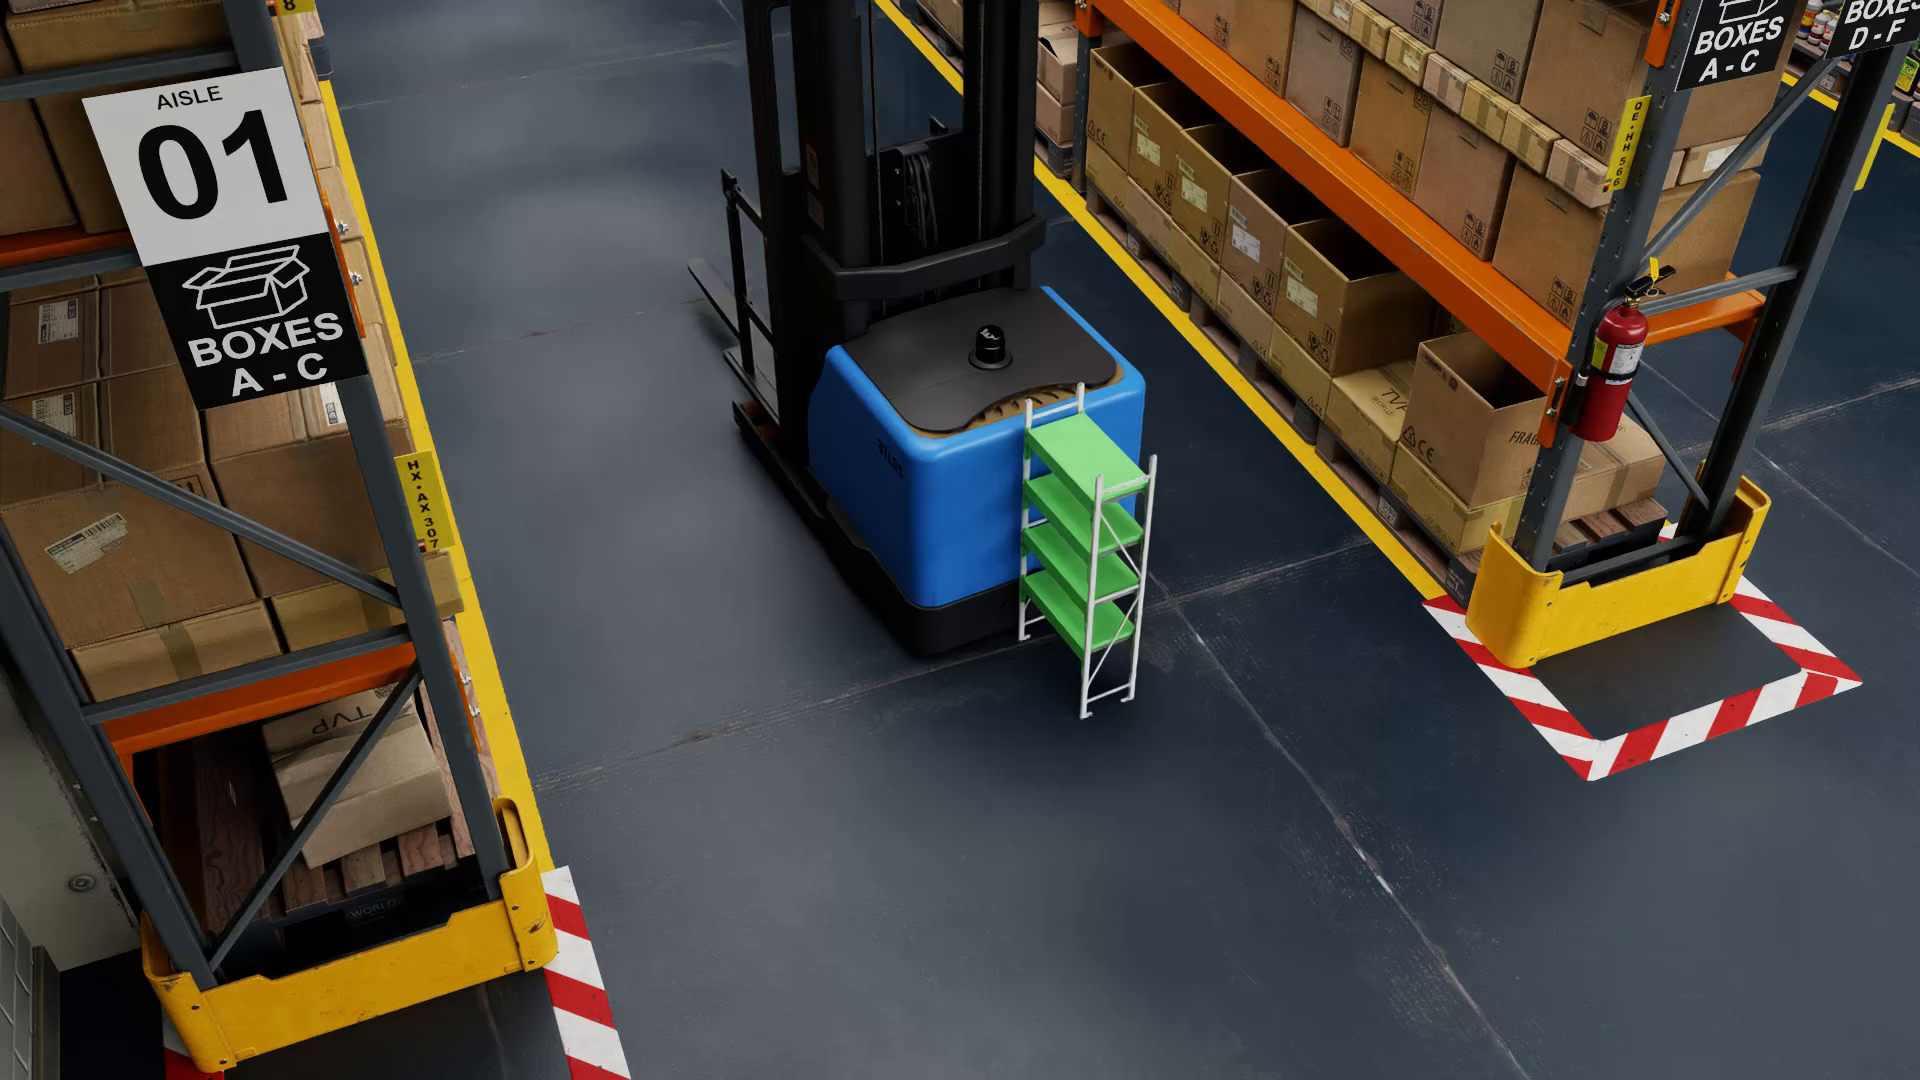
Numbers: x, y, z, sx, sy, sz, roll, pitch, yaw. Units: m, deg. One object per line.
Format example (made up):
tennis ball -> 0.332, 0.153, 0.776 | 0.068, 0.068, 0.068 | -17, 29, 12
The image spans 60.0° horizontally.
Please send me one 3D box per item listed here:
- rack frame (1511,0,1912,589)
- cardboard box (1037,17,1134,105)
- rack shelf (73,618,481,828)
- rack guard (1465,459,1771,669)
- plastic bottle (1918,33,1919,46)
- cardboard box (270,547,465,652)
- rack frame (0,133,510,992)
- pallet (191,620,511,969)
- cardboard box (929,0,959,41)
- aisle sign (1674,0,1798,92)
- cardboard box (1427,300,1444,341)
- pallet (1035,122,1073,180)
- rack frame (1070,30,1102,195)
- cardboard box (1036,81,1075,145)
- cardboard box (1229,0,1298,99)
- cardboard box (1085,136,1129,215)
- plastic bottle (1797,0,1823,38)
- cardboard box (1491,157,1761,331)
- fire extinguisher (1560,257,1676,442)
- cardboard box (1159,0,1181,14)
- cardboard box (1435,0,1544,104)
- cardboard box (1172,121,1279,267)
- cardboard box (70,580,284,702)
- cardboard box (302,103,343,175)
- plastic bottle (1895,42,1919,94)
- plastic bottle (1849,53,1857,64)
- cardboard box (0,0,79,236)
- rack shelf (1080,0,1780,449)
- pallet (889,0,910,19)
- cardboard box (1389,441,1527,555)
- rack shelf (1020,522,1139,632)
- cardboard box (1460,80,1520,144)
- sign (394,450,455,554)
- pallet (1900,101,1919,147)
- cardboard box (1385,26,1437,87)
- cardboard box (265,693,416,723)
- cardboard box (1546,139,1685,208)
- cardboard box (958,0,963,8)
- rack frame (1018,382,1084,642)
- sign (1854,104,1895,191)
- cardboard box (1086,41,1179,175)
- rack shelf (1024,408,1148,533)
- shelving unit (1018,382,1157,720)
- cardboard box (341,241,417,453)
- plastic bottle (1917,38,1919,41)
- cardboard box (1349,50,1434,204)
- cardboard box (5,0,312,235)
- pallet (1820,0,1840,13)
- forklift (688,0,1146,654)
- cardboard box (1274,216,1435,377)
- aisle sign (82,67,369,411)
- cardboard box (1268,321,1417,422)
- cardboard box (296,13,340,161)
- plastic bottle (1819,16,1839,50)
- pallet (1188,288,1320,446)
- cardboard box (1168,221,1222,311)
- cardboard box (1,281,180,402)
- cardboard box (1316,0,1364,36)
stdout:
rack frame -> 2.657, -0.873, 5.964 | 1.000, 3.000, 0.127 | -15, 43, -17
cardboard box -> 0.707, -2.784, 9.543 | 0.500, 0.311, 0.500 | -15, 43, -17
rack shelf -> -2.684, -0.567, 6.160 | 1.077, 0.370, 4.000 | -15, 43, -17
rack guard -> 2.666, 0.090, 6.762 | 1.175, 0.500, 0.348 | -15, 43, -17
plastic bottle -> 6.084, -3.326, 10.511 | 0.144, 0.351, 0.185 | -15, 43, -17
cardboard box -> -1.812, 0.042, 5.001 | 0.500, 0.250, 0.500 | -16, 43, -18
rack frame -> -1.918, 0.366, 4.524 | 1.000, 3.000, 0.127 | -15, 43, -17
pallet -> -2.226, 0.879, 6.066 | 1.003, 0.211, 1.213 | -15, 43, -17
cardboard box -> 0.118, -3.496, 10.802 | 0.500, 0.250, 0.500 | -14, 43, -16
aisle sign -> 2.411, -1.745, 4.985 | 0.394, 0.787, 0.004 | -15, 43, -17
cardboard box -> 2.261, -1.251, 7.616 | 0.500, 0.500, 0.500 | -15, 43, -17
pallet -> 0.808, -2.659, 10.180 | 1.003, 0.211, 1.213 | -15, 43, -17
rack frame -> 1.126, -3.282, 8.766 | 1.000, 3.000, 0.127 | -15, 43, -17
cardboard box -> 0.700, -2.576, 9.732 | 0.500, 0.250, 0.500 | -16, 43, -17
cardboard box -> 1.698, -2.435, 7.704 | 0.700, 0.500, 0.500 | -14, 43, -16
cardboard box -> 1.024, -2.044, 9.113 | 0.500, 0.250, 0.500 | -15, 43, -17
plastic bottle -> 5.421, -3.347, 10.596 | 0.097, 0.271, 0.097 | 0, 41, 0
cardboard box -> 2.490, -1.195, 6.262 | 0.700, 0.500, 0.500 | -15, 43, -17
fire extinguisher -> 2.273, -0.656, 5.772 | 0.296, 0.674, 0.183 | -15, 43, -17
cardboard box -> 1.302, -3.054, 8.425 | 0.700, 0.500, 0.500 | -16, 43, -18
cardboard box -> 2.264, -2.034, 6.243 | 0.700, 0.500, 0.500 | -16, 43, -18
cardboard box -> 1.397, -1.723, 8.165 | 0.500, 0.500, 0.500 | -15, 43, -17
cardboard box -> -2.276, 0.182, 4.838 | 0.500, 0.250, 0.500 | -15, 43, -16
cardboard box -> -2.404, -1.153, 5.815 | 0.500, 0.500, 0.500 | -14, 43, -16
plastic bottle -> 5.727, -2.839, 9.997 | 0.061, 0.283, 0.133 | -13, 42, -15
plastic bottle -> 5.630, -3.088, 10.235 | 0.144, 0.351, 0.185 | -14, 43, -16
cardboard box -> -2.312, -1.006, 3.726 | 0.500, 0.500, 0.500 | -12, 42, -14
rack shelf -> 1.892, -1.805, 7.600 | 1.077, 0.370, 4.000 | -15, 43, -17
pallet -> -0.125, -4.129, 11.889 | 1.003, 0.211, 1.213 | -15, 43, -17
cardboard box -> 2.179, -0.239, 7.014 | 0.500, 0.250, 0.500 | -15, 43, -17
rack shelf -> 0.459, 0.108, 6.302 | 0.258, 0.148, 0.480 | -19, 44, -21
cardboard box -> 2.135, -1.650, 6.294 | 0.380, 0.149, 0.250 | -16, 43, -17
sign -> -1.417, -0.098, 4.400 | 0.100, 0.325, 0.005 | -15, 43, -17
pallet -> 6.393, -2.307, 9.771 | 1.003, 0.211, 1.213 | -15, 43, -17
cardboard box -> 1.940, -1.961, 6.655 | 0.380, 0.149, 0.250 | -14, 43, -16
cardboard box -> -2.318, 0.436, 6.168 | 0.500, 0.311, 0.500 | -12, 42, -13
cardboard box -> 2.335, -1.339, 5.932 | 0.380, 0.149, 0.250 | -16, 43, -18
cardboard box -> 0.313, -3.397, 10.256 | 0.500, 0.311, 0.500 | -15, 43, -17
rack frame -> 0.345, -0.081, 6.424 | 0.240, 1.200, 0.015 | -19, 44, -21
sign -> 3.172, -1.366, 5.813 | 0.100, 0.325, 0.005 | -15, 43, -17
cardboard box -> 1.015, -2.326, 8.866 | 0.500, 0.500, 0.500 | -15, 43, -17
rack shelf -> 0.459, -0.256, 5.989 | 0.258, 0.148, 0.480 | -19, 44, -21
shelving unit -> 0.459, 0.060, 6.260 | 0.258, 1.200, 0.503 | -19, 44, -21
cardboard box -> -2.003, -0.532, 5.093 | 0.500, 0.500, 0.500 | -15, 43, -17
plastic bottle -> 5.797, -3.001, 10.194 | 0.097, 0.271, 0.097 | 0, 41, 0
cardboard box -> 2.100, -1.811, 6.978 | 0.700, 0.500, 0.500 | -15, 43, -17
cardboard box -> -1.815, -1.081, 3.814 | 0.500, 0.500, 0.500 | -14, 43, -16
pallet -> 5.368, -3.922, 11.649 | 1.003, 0.211, 1.213 | -15, 43, -17
forklift -> -0.405, -1.612, 6.877 | 1.130, 2.935, 3.031 | -19, 44, -21
cardboard box -> 1.781, -1.121, 7.465 | 0.500, 0.500, 0.500 | -15, 43, -17
aisle sign -> -1.614, -0.652, 3.713 | 0.394, 0.787, 0.004 | -15, 43, -17
cardboard box -> 1.783, -0.838, 7.710 | 0.500, 0.250, 0.500 | -15, 43, -17
cardboard box -> -2.786, -1.772, 6.535 | 0.500, 0.500, 0.500 | -15, 43, -17
plastic bottle -> 5.499, -3.198, 10.477 | 0.097, 0.201, 0.097 | 0, 41, 0
pallet -> 1.863, -0.999, 8.250 | 1.003, 0.211, 1.213 | -15, 43, -17
cardboard box -> 1.397, -1.439, 8.409 | 0.500, 0.250, 0.500 | -15, 43, -17
cardboard box -> -2.479, -0.406, 4.946 | 0.500, 0.500, 0.500 | -15, 43, -16
cardboard box -> 1.739, -2.273, 7.018 | 0.380, 0.149, 0.250 | -16, 43, -17
